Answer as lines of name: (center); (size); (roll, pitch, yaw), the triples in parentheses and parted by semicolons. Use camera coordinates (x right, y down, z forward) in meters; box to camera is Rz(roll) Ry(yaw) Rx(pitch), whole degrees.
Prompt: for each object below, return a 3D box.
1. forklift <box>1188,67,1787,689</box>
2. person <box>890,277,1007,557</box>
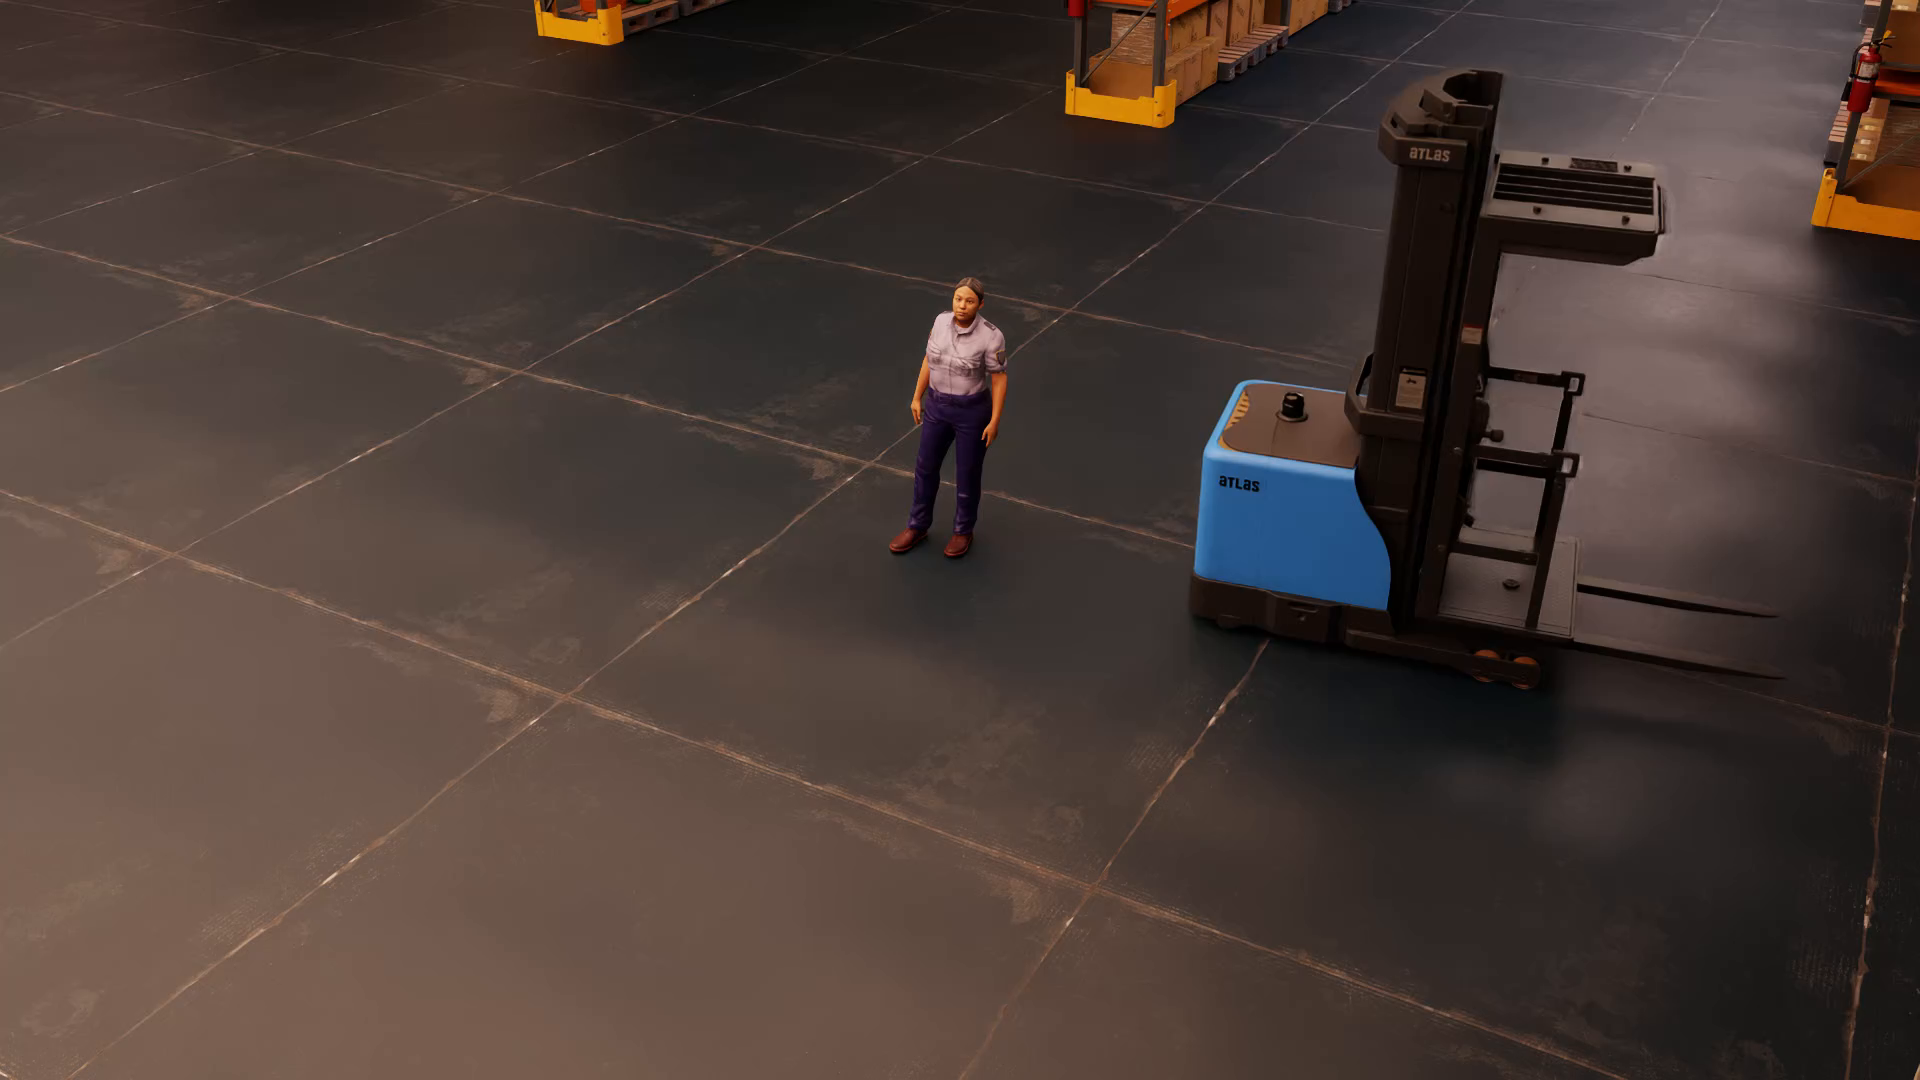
forklift: (2.839, -0.792, 8.443); (3.031, 2.935, 1.130); (10, 31, 17)
person: (-0.063, -0.686, 9.529); (0.599, 1.650, 0.503); (15, 33, 25)
